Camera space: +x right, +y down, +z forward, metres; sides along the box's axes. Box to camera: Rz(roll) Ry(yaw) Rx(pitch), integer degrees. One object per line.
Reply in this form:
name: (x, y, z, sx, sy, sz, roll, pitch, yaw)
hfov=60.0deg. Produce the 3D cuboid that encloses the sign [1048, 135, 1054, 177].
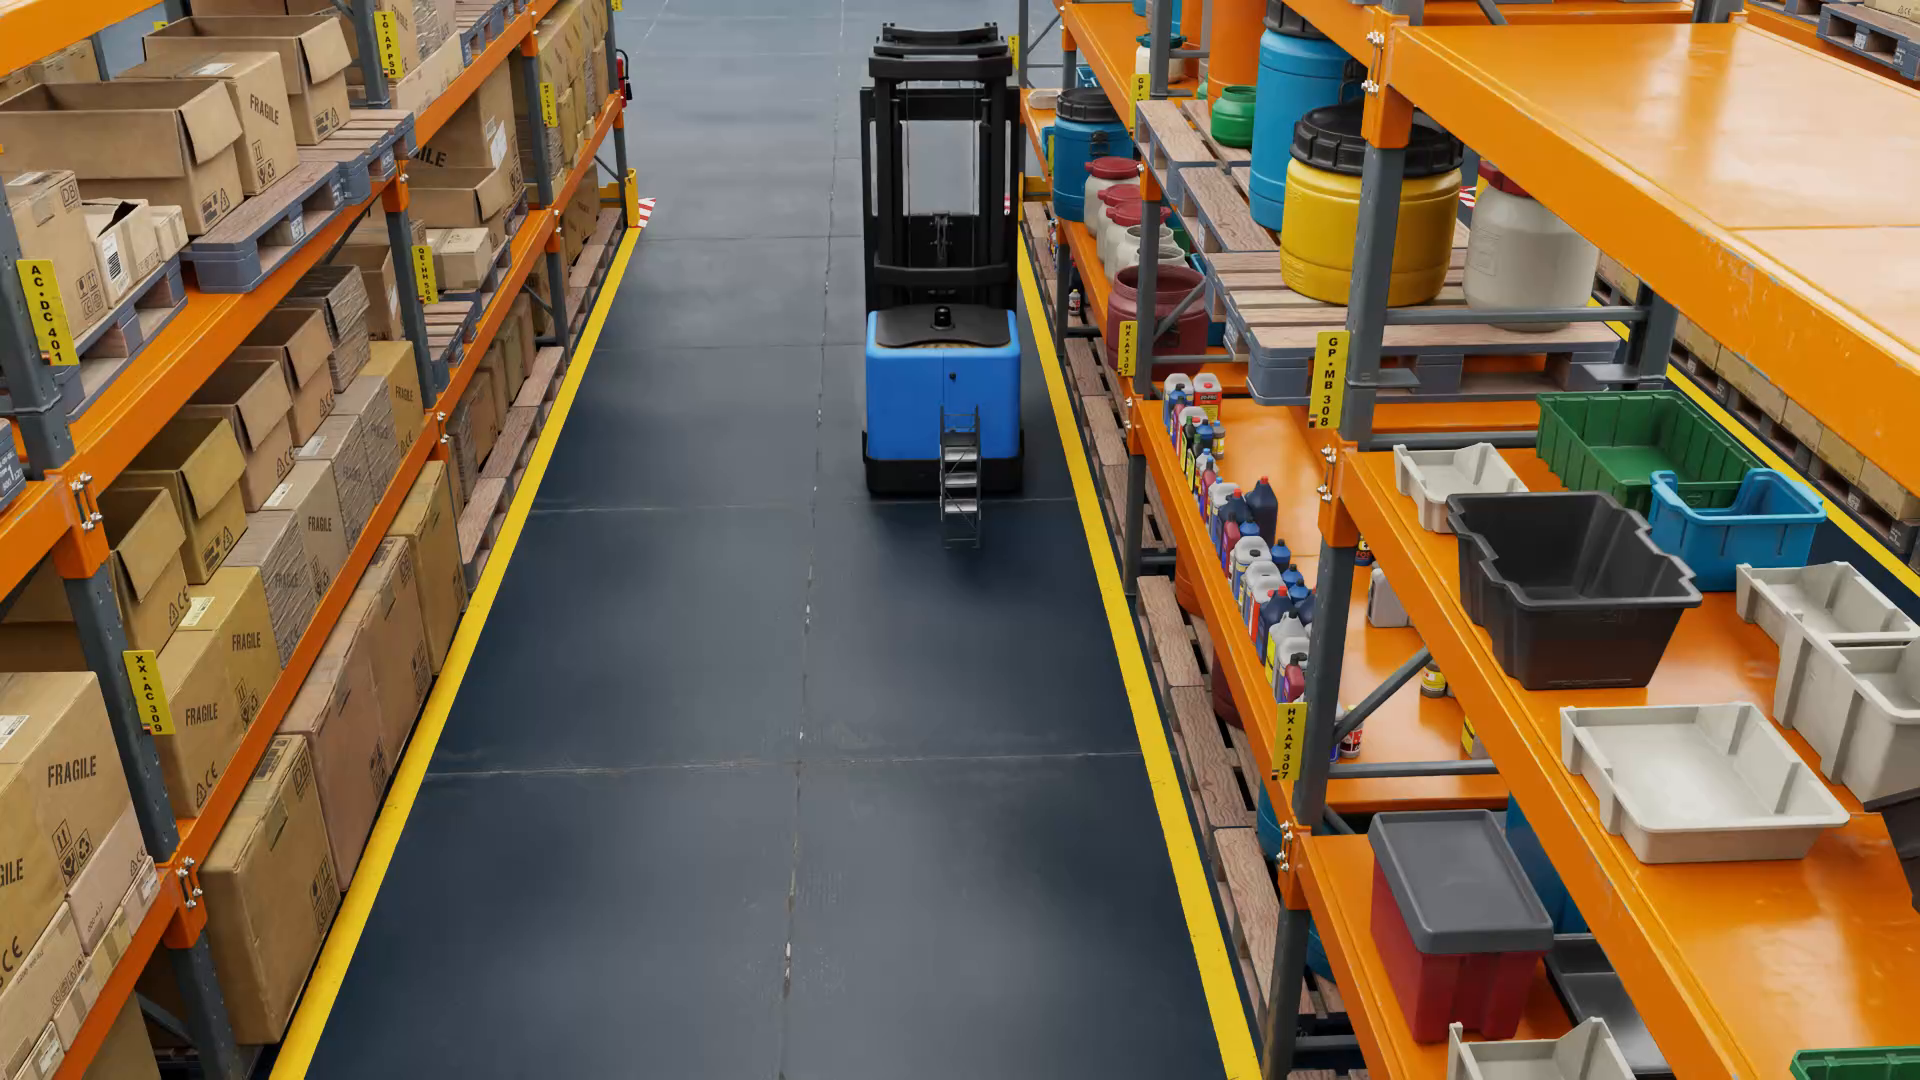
sign: (0.737, -2.988, 12.936, 0.100, 0.325, 0.005, -1, 28, -3)

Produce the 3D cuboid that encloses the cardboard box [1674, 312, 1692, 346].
cardboard box: (6.008, -1.766, 13.412, 0.500, 0.250, 0.500, -2, 28, -4)

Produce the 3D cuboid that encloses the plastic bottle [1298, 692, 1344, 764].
plastic bottle: (1.362, 0.702, 6.295, 0.152, 0.276, 0.135, -1, 28, -3)

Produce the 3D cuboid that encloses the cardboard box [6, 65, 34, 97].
cardboard box: (-8.807, -3.909, 14.839, 0.875, 0.550, 0.550, -1, 28, -3)

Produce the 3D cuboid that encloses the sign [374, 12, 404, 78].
sign: (-2.895, -2.511, 8.432, 0.100, 0.325, 0.005, -1, 28, -3)

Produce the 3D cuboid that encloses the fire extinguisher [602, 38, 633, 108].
fire extinguisher: (-3.414, -4.631, 16.469, 0.296, 0.674, 0.183, -1, 28, -3)

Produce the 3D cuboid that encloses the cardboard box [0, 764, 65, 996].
cardboard box: (-2.928, 0.980, 4.657, 0.500, 0.500, 0.500, -1, 28, -2)

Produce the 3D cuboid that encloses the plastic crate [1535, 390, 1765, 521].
plastic crate: (2.029, -0.227, 4.926, 0.450, 0.188, 0.662, -1, 28, -3)

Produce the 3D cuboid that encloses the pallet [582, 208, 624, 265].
pallet: (-3.857, -2.954, 16.185, 1.003, 0.211, 1.213, -1, 28, -3)

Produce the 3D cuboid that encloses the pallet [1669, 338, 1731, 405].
pallet: (6.311, -1.416, 13.236, 1.003, 0.211, 1.213, -1, 28, -3)

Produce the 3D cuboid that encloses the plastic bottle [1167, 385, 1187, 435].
plastic bottle: (1.175, -0.707, 9.002, 0.097, 0.271, 0.097, 0, 28, 0)

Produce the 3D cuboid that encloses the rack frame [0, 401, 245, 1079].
rack frame: (-3.241, 0.941, 5.703, 1.000, 3.000, 0.127, -1, 28, -3)

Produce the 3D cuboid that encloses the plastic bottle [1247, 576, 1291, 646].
plastic bottle: (1.316, 0.300, 7.065, 0.152, 0.276, 0.135, -1, 28, -3)

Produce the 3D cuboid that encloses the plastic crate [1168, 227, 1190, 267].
plastic crate: (1.660, -1.982, 11.536, 0.450, 0.188, 0.662, -1, 28, -3)

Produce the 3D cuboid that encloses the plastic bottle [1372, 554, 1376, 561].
plastic bottle: (1.986, -0.079, 7.710, 0.144, 0.351, 0.185, -1, 28, -3)

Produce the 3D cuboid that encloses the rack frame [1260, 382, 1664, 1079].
rack frame: (1.705, 0.821, 5.932, 1.000, 3.000, 0.127, -1, 28, -3)

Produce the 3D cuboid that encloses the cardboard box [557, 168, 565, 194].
cardboard box: (-3.370, -2.865, 13.271, 0.380, 0.149, 0.250, -1, 28, -3)

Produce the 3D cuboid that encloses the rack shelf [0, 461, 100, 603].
rack shelf: (-3.137, 0.853, 3.405, 1.077, 0.370, 4.000, -1, 28, -3)

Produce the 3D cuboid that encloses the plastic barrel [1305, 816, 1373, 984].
plastic barrel: (1.694, 1.314, 6.803, 0.600, 0.901, 0.708, -1, 28, -3)

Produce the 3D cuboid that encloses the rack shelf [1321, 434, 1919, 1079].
rack shelf: (1.809, 0.734, 3.634, 1.077, 0.370, 4.000, -1, 28, -3)

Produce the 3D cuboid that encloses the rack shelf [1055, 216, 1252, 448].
rack shelf: (1.392, -1.631, 11.411, 1.077, 0.370, 4.000, -1, 28, -3)

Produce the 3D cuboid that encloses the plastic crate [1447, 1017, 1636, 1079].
plastic crate: (1.601, 1.557, 4.585, 0.437, 0.282, 0.530, -1, 28, -3)

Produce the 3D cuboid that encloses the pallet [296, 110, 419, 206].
pallet: (-3.364, -1.857, 8.027, 1.213, 0.211, 1.003, 0, 28, 0)

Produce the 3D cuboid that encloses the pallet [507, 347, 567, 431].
pallet: (-3.617, -1.158, 12.742, 1.003, 0.211, 1.213, -1, 28, -3)

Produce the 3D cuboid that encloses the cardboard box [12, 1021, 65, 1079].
cardboard box: (-2.858, 1.541, 4.823, 0.380, 0.149, 0.250, -1, 28, -2)

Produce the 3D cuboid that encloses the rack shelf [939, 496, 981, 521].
rack shelf: (0.000, -0.206, 10.633, 0.258, 0.077, 0.200, -1, 28, -3)

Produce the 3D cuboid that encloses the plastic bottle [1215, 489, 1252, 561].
plastic bottle: (1.273, -0.082, 7.718, 0.144, 0.351, 0.185, -1, 28, -3)

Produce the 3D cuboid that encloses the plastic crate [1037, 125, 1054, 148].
plastic crate: (0.950, -3.500, 14.503, 0.530, 0.136, 0.437, -1, 28, -3)

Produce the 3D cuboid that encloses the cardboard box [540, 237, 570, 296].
cardboard box: (-3.677, -2.282, 14.130, 0.500, 0.500, 0.500, 7, 28, 14)

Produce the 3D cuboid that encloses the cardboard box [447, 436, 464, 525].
cardboard box: (-3.505, -0.302, 10.313, 0.700, 0.500, 0.500, -3, 28, -5)

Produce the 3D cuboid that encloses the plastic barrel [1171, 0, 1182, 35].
plastic barrel: (1.599, -3.592, 10.608, 0.600, 0.901, 0.708, -1, 28, -3)

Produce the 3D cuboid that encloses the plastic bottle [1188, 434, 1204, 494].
plastic bottle: (1.194, -0.384, 8.368, 0.061, 0.283, 0.133, -1, 28, -3)

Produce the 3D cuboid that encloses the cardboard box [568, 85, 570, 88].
cardboard box: (-3.738, -3.600, 13.978, 0.875, 0.500, 0.500, -1, 28, -3)

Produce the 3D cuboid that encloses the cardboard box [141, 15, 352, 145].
cardboard box: (-3.346, -2.189, 7.893, 0.797, 0.503, 0.637, 0, 28, 0)

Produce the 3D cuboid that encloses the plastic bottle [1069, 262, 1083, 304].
plastic bottle: (0.966, -2.184, 14.083, 0.144, 0.351, 0.185, -2, 28, -4)

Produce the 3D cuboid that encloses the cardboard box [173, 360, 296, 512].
cardboard box: (-3.355, -0.447, 7.171, 0.797, 0.503, 0.637, -1, 28, -1)

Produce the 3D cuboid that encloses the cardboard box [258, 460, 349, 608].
cardboard box: (-3.101, -0.024, 7.444, 0.500, 0.500, 0.500, -1, 28, -2)

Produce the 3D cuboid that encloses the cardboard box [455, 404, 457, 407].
cardboard box: (-3.553, -0.879, 10.609, 0.500, 0.250, 0.500, 2, 28, 3)

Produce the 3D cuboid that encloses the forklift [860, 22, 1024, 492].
forklift: (-0.140, -2.263, 11.919, 1.130, 2.935, 3.031, -1, 28, -1)

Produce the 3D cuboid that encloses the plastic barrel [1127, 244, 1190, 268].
plastic barrel: (1.229, -1.546, 10.349, 0.421, 0.512, 0.421, 0, 28, 0)

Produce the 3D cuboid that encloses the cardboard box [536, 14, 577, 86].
cardboard box: (-3.482, -4.049, 13.759, 0.500, 0.500, 0.500, -1, 28, -3)

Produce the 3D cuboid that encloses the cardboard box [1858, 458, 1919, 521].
cardboard box: (6.172, -0.348, 10.693, 0.500, 0.250, 0.500, -1, 28, -1)

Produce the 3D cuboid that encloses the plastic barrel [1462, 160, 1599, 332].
plastic barrel: (1.928, -1.005, 5.588, 0.433, 0.535, 0.433, 0, 28, 0)

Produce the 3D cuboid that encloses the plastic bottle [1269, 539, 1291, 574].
plastic bottle: (1.421, 0.121, 7.413, 0.097, 0.271, 0.097, 0, 28, 0)

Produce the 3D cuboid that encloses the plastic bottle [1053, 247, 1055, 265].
plastic bottle: (0.890, -2.580, 15.003, 0.097, 0.201, 0.097, 0, 28, 0)

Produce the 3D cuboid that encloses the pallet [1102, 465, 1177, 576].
pallet: (1.494, -0.149, 10.807, 1.003, 0.211, 1.213, -1, 28, -3)

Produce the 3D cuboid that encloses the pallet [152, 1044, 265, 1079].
pallet: (-3.357, 1.822, 7.027, 1.003, 0.211, 1.213, -1, 28, -3)

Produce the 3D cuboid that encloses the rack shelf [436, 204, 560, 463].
rack shelf: (-3.555, -1.511, 11.182, 1.077, 0.370, 4.000, -1, 28, -3)

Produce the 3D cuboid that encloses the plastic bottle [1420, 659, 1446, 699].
plastic bottle: (1.919, 0.529, 6.707, 0.097, 0.201, 0.097, 0, 28, 0)

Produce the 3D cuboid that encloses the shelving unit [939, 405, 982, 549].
shelving unit: (0.000, -0.395, 10.535, 0.258, 0.900, 0.210, -1, 28, -3)

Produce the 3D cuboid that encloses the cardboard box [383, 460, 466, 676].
cardboard box: (-3.435, 0.168, 9.027, 1.225, 0.875, 0.875, -3, 28, -5)

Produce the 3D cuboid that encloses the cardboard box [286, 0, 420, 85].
cardboard box: (-3.218, -2.726, 8.840, 0.500, 0.500, 0.500, -1, 28, -2)

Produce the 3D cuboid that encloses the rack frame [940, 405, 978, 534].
rack frame: (-0.005, -0.442, 10.625, 0.240, 0.900, 0.006, -1, 28, -3)
